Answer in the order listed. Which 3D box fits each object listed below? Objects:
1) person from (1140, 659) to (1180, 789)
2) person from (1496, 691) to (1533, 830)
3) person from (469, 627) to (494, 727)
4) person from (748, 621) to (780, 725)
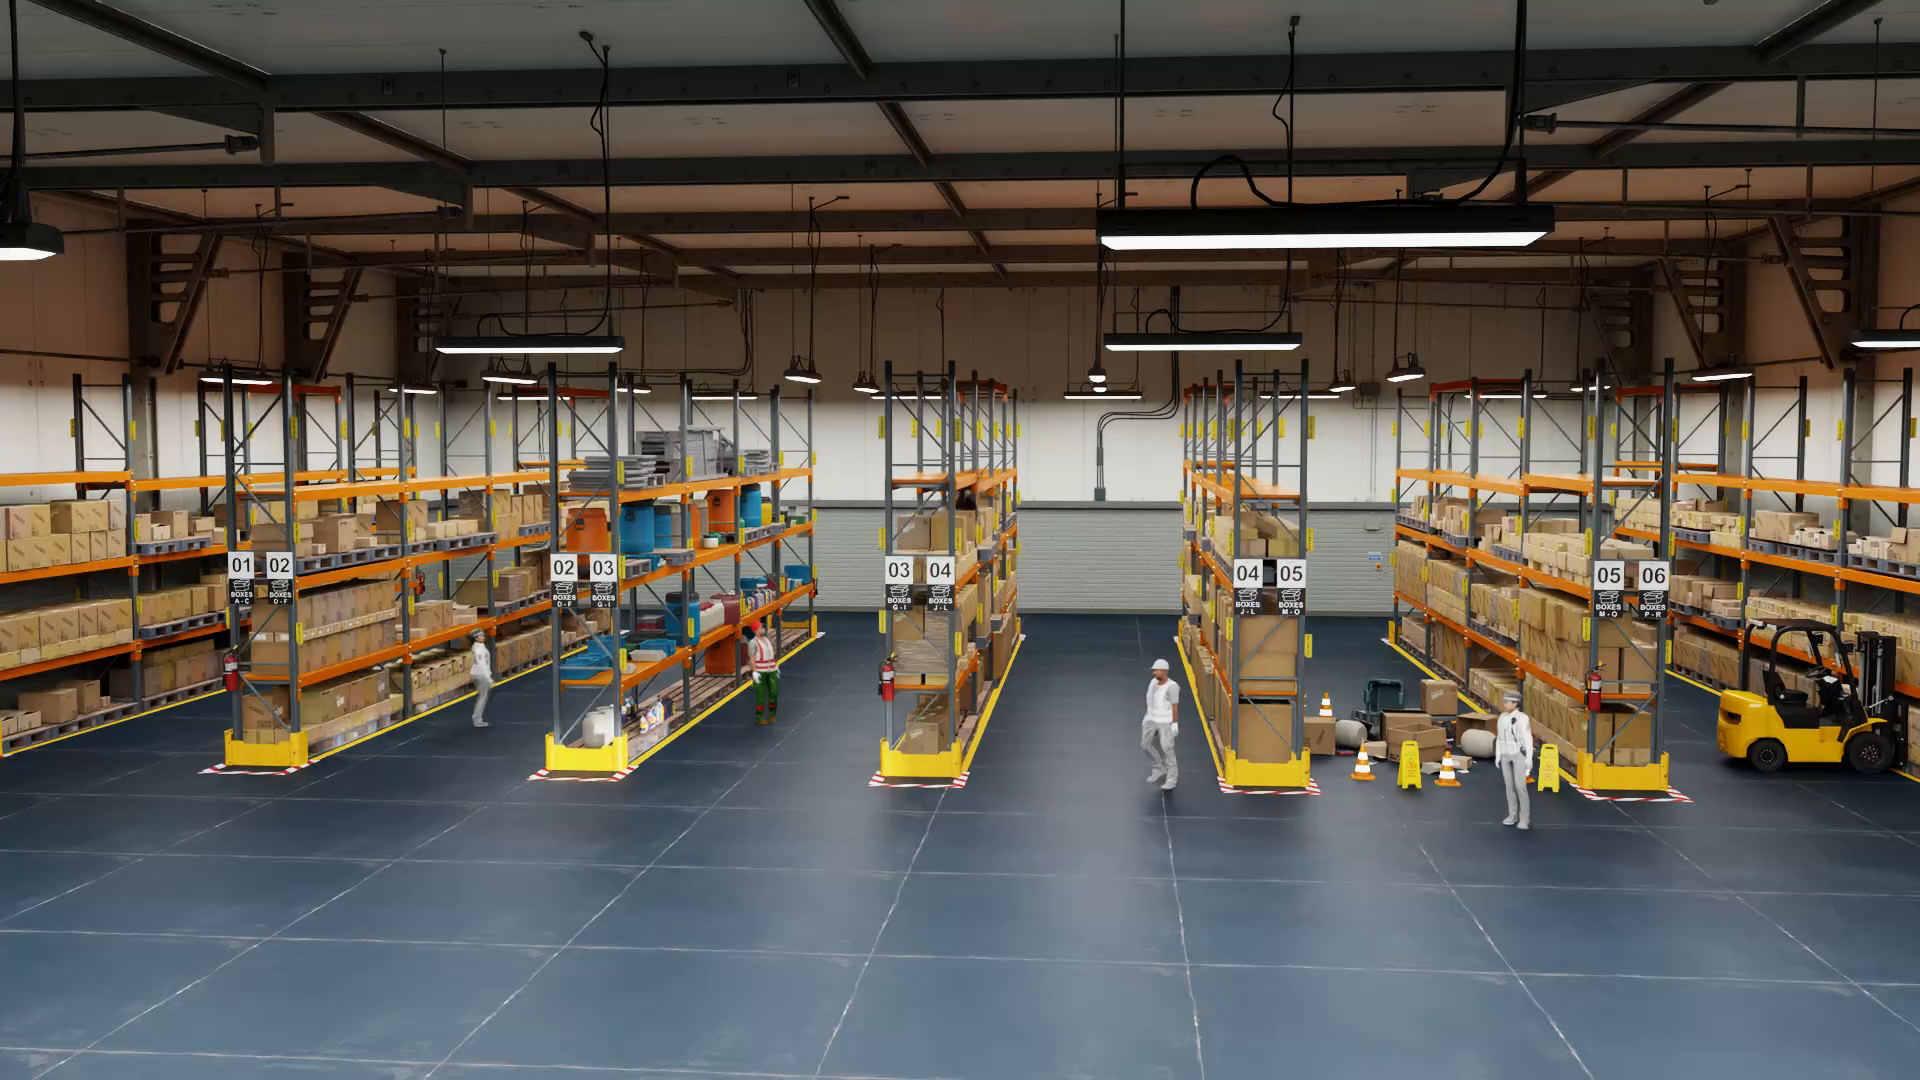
[{"bbox_3d":[2.829,2.557,23.319,0.427,1.791,0.601,-3,5,-35],"label":"person"},{"bbox_3d":[7.045,2.784,21.137,0.352,1.718,0.577,-2,4,-30],"label":"person"},{"bbox_3d":[-8.037,2.309,28.008,0.512,1.705,0.438,3,5,40],"label":"person"},{"bbox_3d":[-3.332,2.273,28.351,0.602,1.804,0.486,-3,5,-36],"label":"person"}]
